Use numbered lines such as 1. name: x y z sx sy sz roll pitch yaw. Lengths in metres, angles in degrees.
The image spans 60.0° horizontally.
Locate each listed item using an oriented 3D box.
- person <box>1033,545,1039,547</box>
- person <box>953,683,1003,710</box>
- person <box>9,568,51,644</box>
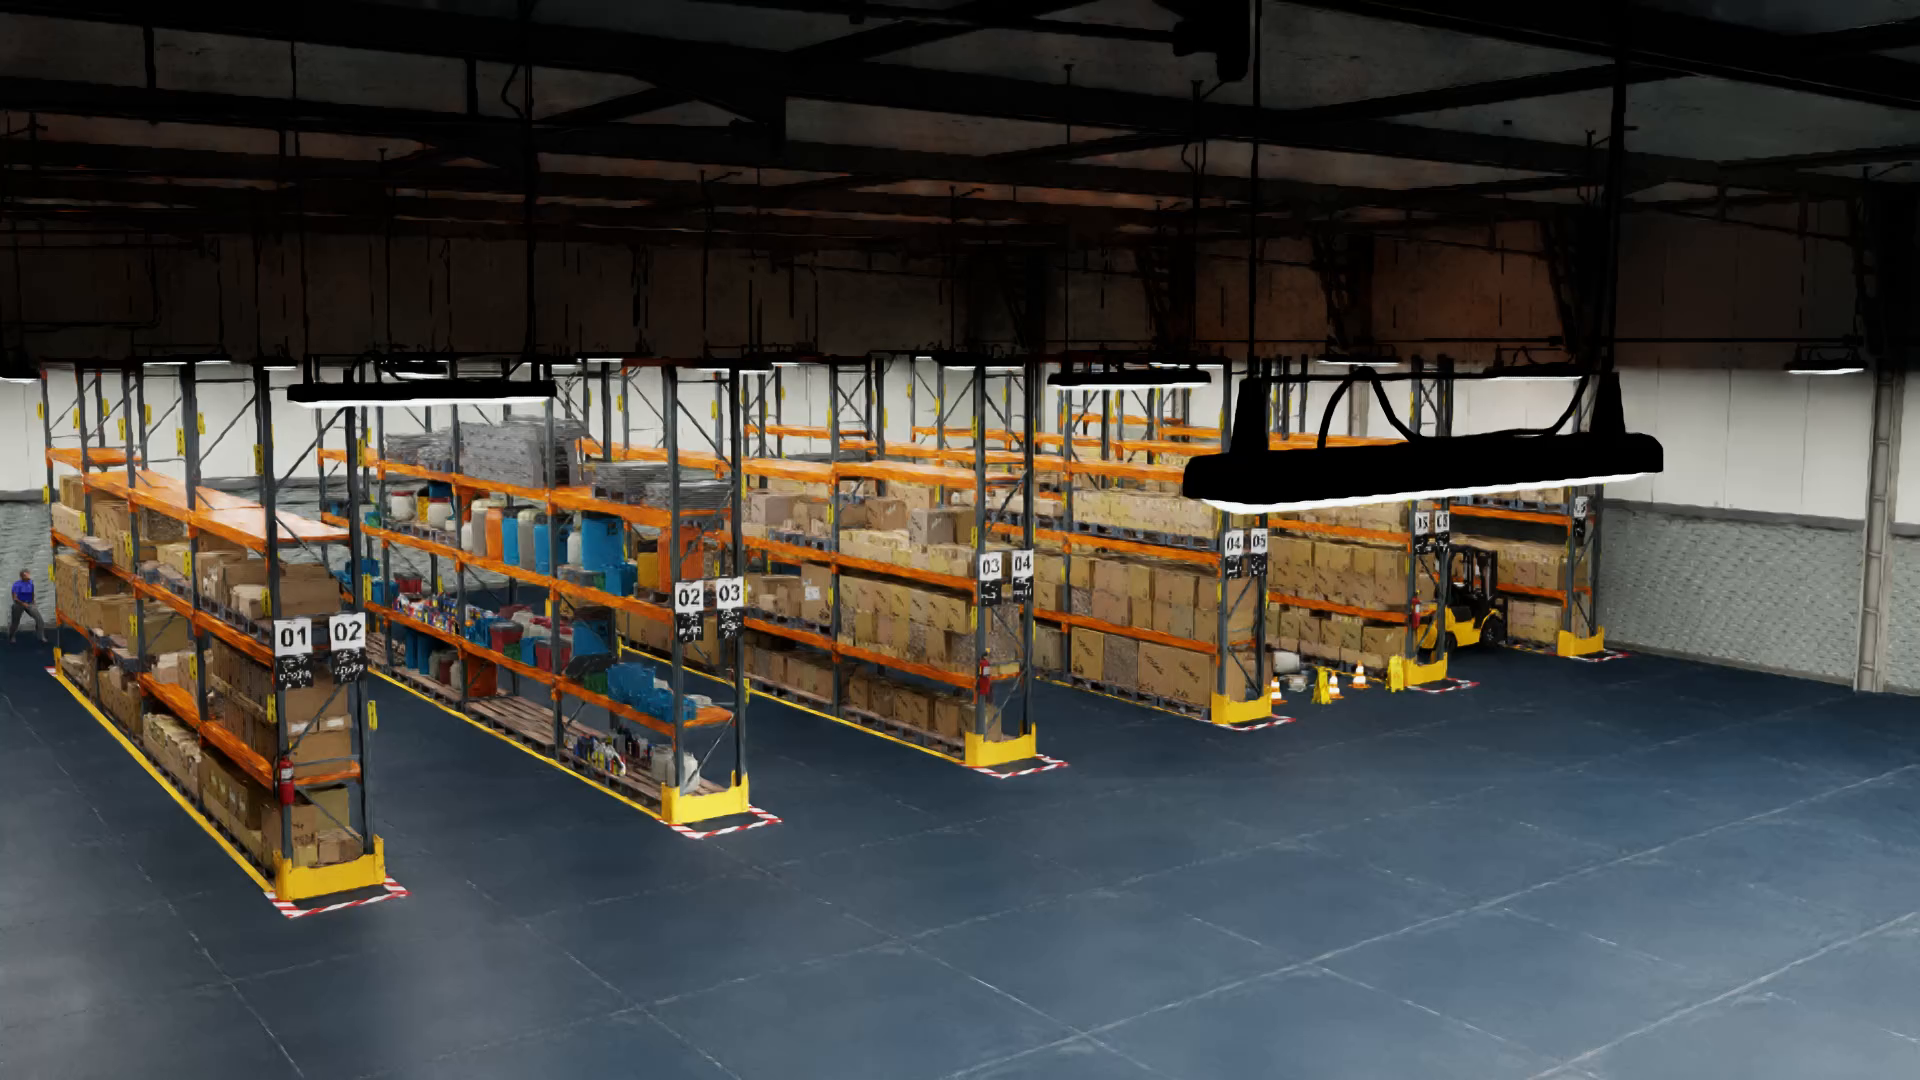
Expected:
1. person: 1.677 0.992 37.105 0.628 1.768 0.492 3 8 24
2. person: 0.238 2.118 28.187 0.799 1.659 0.676 4 8 33
3. person: -19.530 1.375 34.748 0.782 1.580 0.622 4 8 33
